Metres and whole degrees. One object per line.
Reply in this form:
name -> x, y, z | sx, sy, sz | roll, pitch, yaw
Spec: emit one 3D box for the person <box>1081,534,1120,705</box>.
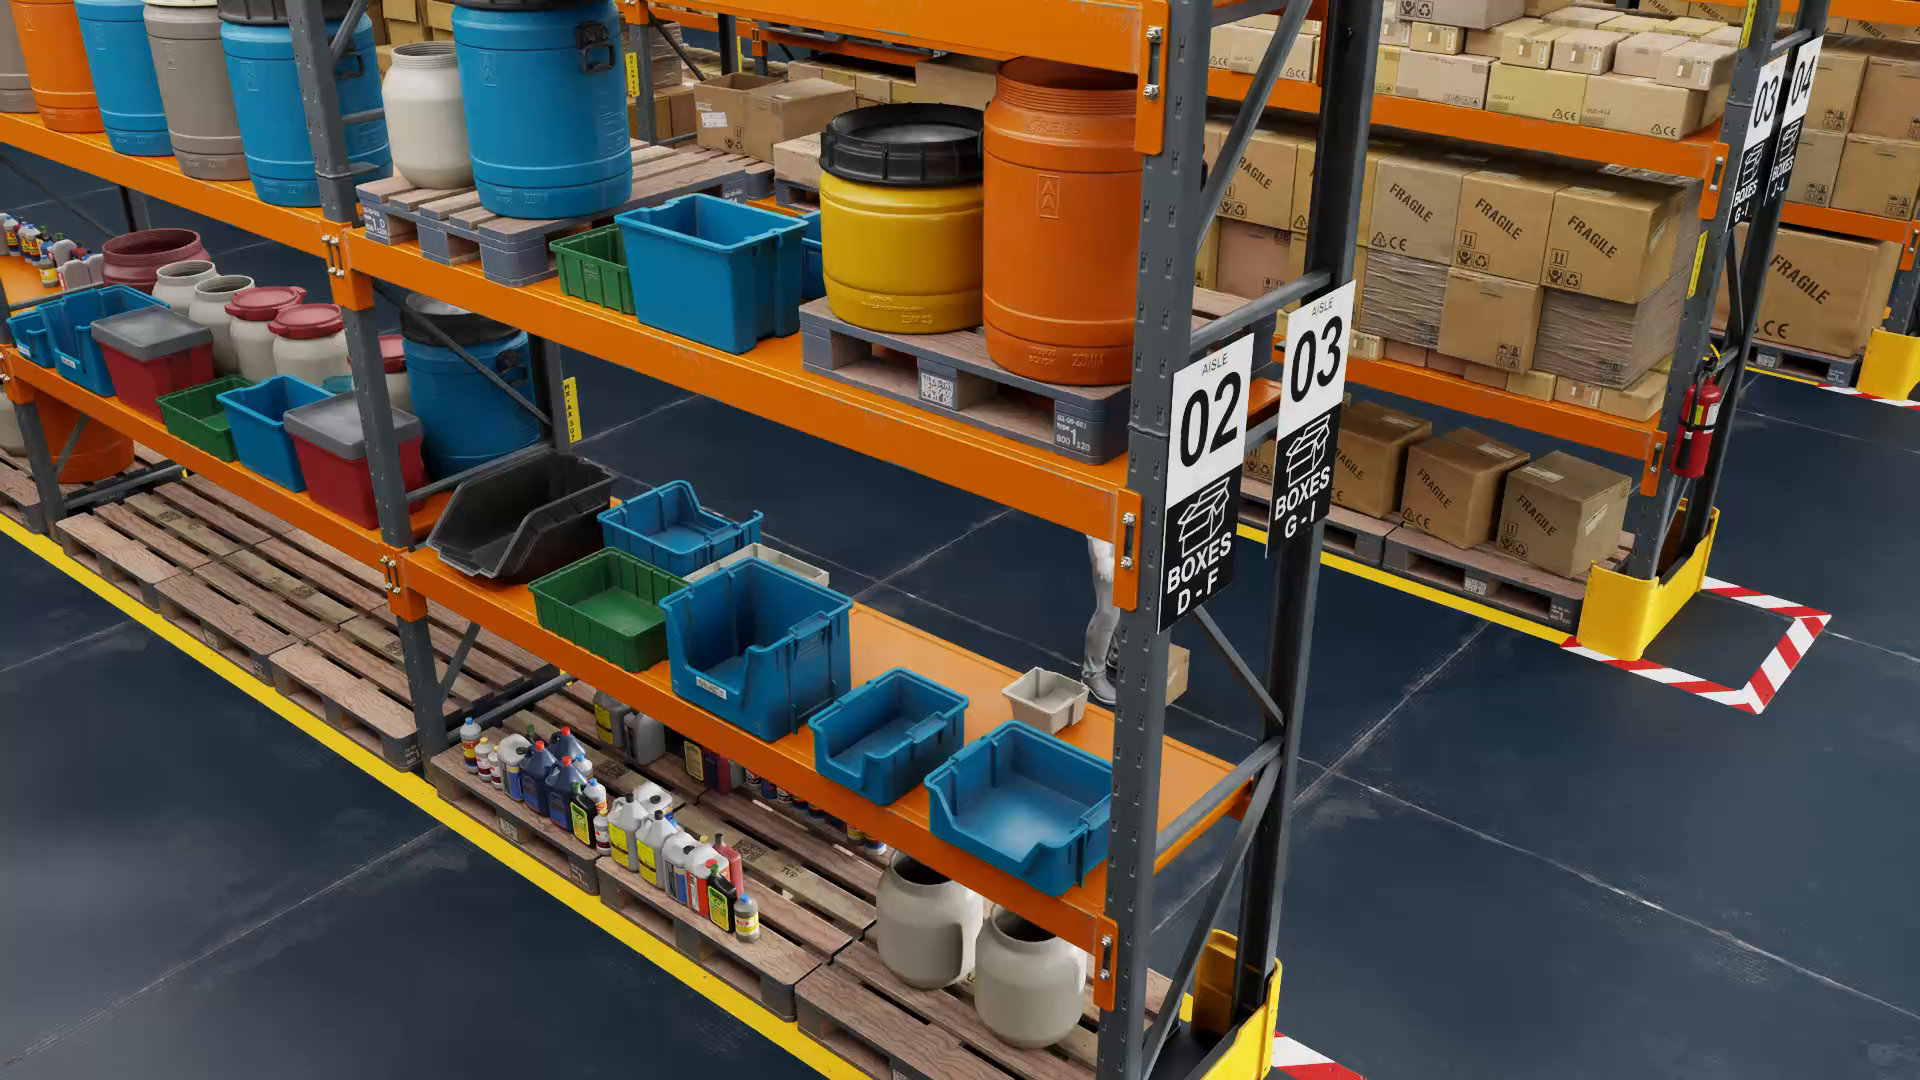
person -> 0.850, 0.008, 8.599 | 0.379, 1.663, 0.535 | 20, 34, 34
